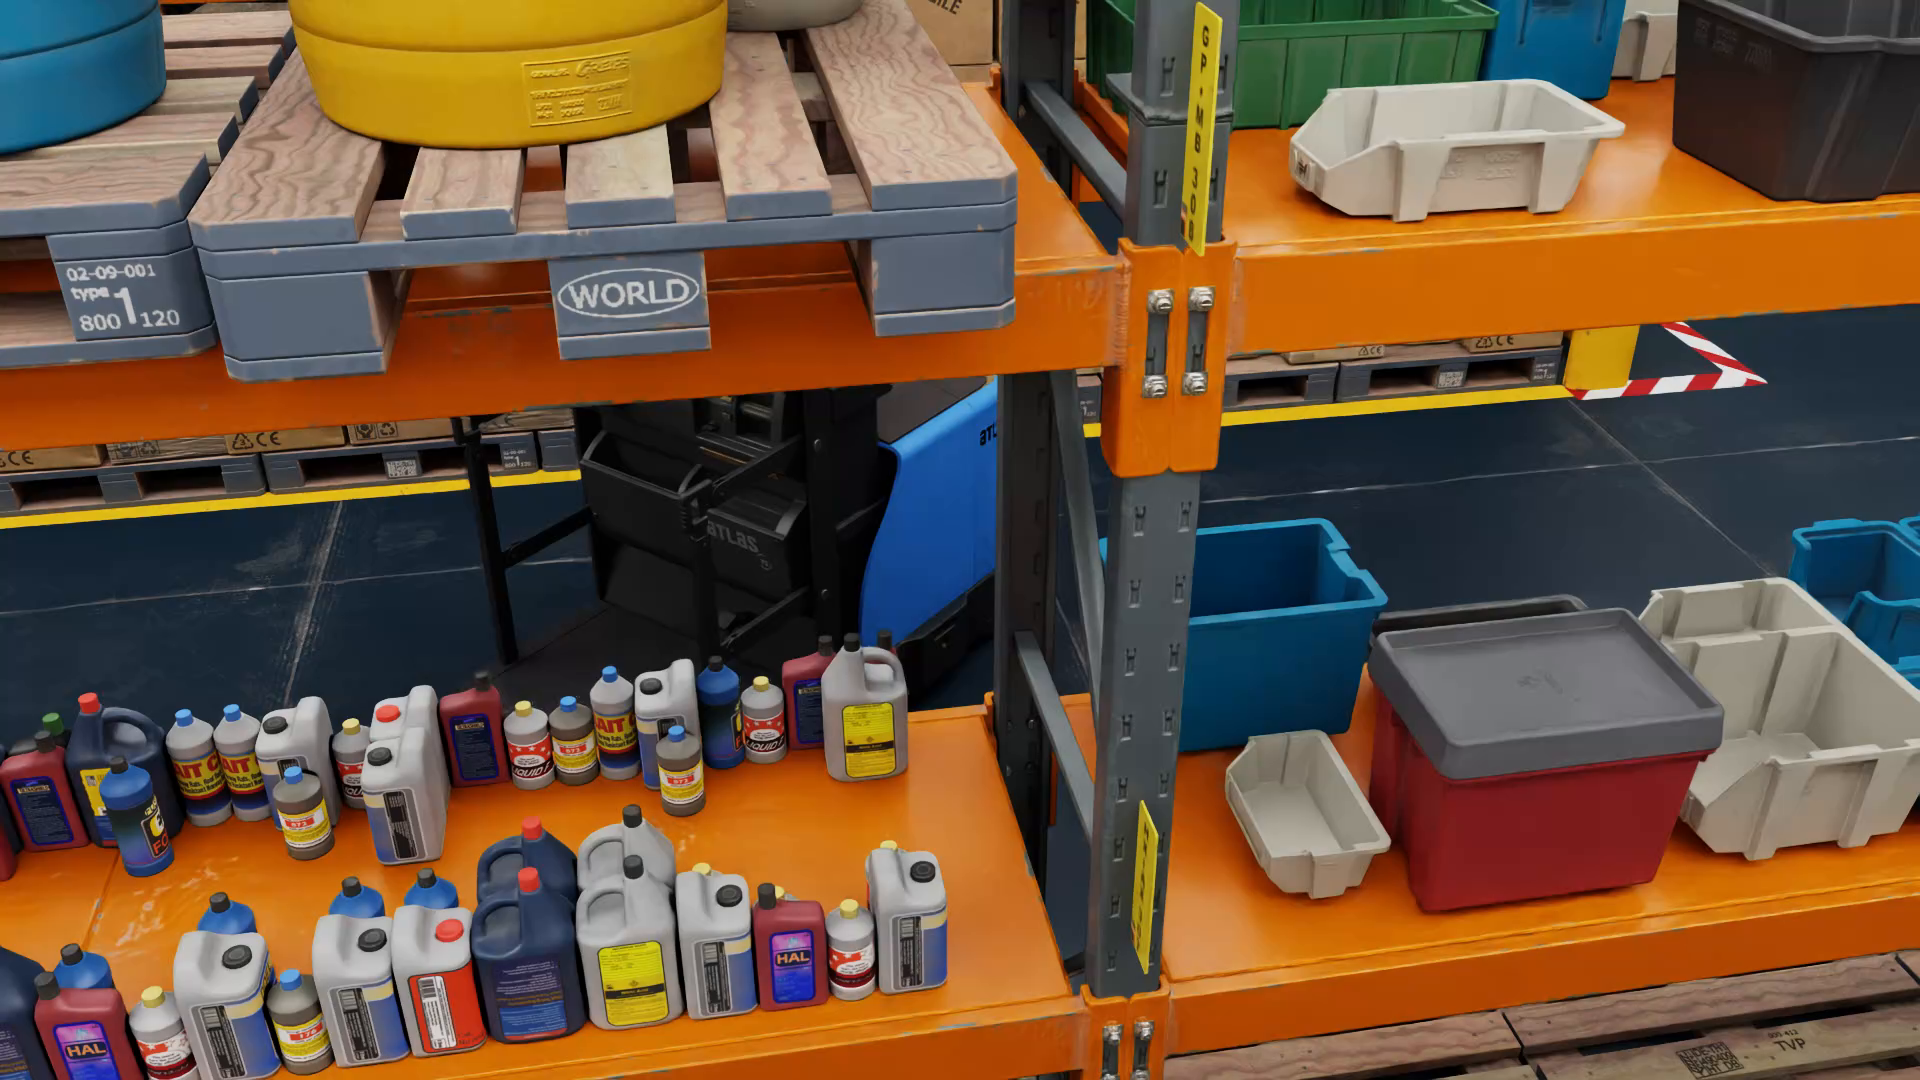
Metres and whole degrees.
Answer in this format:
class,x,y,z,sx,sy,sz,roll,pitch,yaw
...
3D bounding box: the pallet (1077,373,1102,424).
class,x,y,z,sx,sy,sz,roll,pitch,yaw
pallet,0.018,-0.865,8.513,1.213,0.211,1.003,-5,31,-9

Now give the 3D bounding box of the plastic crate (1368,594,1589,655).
class,x,y,z,sx,sy,sz,roll,pitch,yaw
plastic crate,1.283,0.322,3.955,0.590,0.125,0.437,-5,31,-9

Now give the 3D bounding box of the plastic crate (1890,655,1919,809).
class,x,y,z,sx,sy,sz,roll,pitch,yaw
plastic crate,2.191,0.462,3.611,0.300,0.233,0.416,-5,31,-9

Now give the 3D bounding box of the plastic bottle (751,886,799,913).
class,x,y,z,sx,sy,sz,roll,pitch,yaw
plastic bottle,-0.350,0.754,3.204,0.097,0.201,0.097,0,30,0

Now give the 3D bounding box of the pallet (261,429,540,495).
class,x,y,z,sx,sy,sz,roll,pitch,yaw
pallet,-2.654,-0.596,8.056,1.213,0.211,1.003,-5,31,-9

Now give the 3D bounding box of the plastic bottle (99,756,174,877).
class,x,y,z,sx,sy,sz,roll,pitch,yaw
plastic bottle,-1.717,0.565,3.456,0.097,0.271,0.097,0,30,0

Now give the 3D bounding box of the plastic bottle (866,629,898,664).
class,x,y,z,sx,sy,sz,roll,pitch,yaw
plastic bottle,-0.207,0.336,3.834,0.133,0.283,0.061,-5,31,-9

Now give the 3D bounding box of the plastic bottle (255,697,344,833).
class,x,y,z,sx,sy,sz,roll,pitch,yaw
plastic bottle,-1.433,0.477,3.602,0.135,0.276,0.152,-5,31,-9

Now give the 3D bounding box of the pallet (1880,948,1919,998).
class,x,y,z,sx,sy,sz,roll,pitch,yaw
pallet,3.347,1.358,4.732,1.213,0.211,1.003,-5,31,-9

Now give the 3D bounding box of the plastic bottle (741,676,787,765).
class,x,y,z,sx,sy,sz,roll,pitch,yaw
plastic bottle,-0.449,0.404,3.800,0.097,0.201,0.097,0,30,0

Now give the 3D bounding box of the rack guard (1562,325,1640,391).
class,x,y,z,sx,sy,sz,roll,pitch,yaw
rack guard,3.202,-1.285,8.943,0.348,0.500,1.175,-5,31,-9

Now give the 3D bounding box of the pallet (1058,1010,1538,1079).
class,x,y,z,sx,sy,sz,roll,pitch,yaw
pallet,0.947,1.581,4.353,1.213,0.211,1.003,-5,31,-9

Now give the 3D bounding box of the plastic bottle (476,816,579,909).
class,x,y,z,sx,sy,sz,roll,pitch,yaw
plastic bottle,-0.823,0.679,3.185,0.185,0.351,0.144,-5,31,-9

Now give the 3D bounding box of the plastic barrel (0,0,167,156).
class,x,y,z,sx,sy,sz,roll,pitch,yaw
plastic barrel,-1.421,-0.993,2.111,0.708,0.901,0.600,-5,31,-9

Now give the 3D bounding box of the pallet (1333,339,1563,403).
class,x,y,z,sx,sy,sz,roll,pitch,yaw
pallet,2.418,-1.087,8.891,1.213,0.211,1.003,-5,31,-9

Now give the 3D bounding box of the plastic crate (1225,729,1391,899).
class,x,y,z,sx,sy,sz,roll,pitch,yaw
plastic crate,0.714,0.582,3.502,0.243,0.136,0.396,-5,31,-9

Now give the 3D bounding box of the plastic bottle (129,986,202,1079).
class,x,y,z,sx,sy,sz,roll,pitch,yaw
plastic bottle,-1.424,0.885,2.981,0.097,0.201,0.097,0,30,0

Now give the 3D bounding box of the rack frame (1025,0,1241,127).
class,x,y,z,sx,sy,sz,roll,pitch,yaw
rack frame,0.230,-2.121,1.979,0.127,3.000,1.000,-5,31,-9

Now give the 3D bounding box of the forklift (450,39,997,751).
class,x,y,z,sx,sy,sz,roll,pitch,yaw
forklift,-1.022,-0.497,5.204,1.130,2.935,3.031,20,36,30

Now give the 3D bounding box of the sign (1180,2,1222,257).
class,x,y,z,sx,sy,sz,roll,pitch,yaw
sign,0.328,-0.557,2.270,0.005,0.325,0.100,-5,31,-9

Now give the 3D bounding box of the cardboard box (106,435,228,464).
class,x,y,z,sx,sy,sz,roll,pitch,yaw
cardboard box,-3.580,-0.701,7.515,0.500,0.500,0.500,-6,31,-11

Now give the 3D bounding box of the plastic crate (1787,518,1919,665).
class,x,y,z,sx,sy,sz,roll,pitch,yaw
plastic crate,2.272,0.152,4.137,0.300,0.233,0.416,-5,31,-9

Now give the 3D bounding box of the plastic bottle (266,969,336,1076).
class,x,y,z,sx,sy,sz,roll,pitch,yaw
plastic bottle,-1.196,0.864,3.017,0.097,0.201,0.097,0,30,0

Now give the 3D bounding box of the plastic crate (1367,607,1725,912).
class,x,y,z,sx,sy,sz,roll,pitch,yaw
plastic crate,1.154,0.455,3.394,0.583,0.464,0.402,-5,31,-9

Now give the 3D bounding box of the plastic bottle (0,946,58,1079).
class,x,y,z,sx,sy,sz,roll,pitch,yaw
plastic bottle,-1.698,0.834,2.921,0.185,0.351,0.144,-5,31,-9

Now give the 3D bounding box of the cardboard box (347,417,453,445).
class,x,y,z,sx,sy,sz,roll,pitch,yaw
cardboard box,-2.573,-0.795,7.674,0.500,0.500,0.500,-6,31,-11

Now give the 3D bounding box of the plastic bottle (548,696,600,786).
class,x,y,z,sx,sy,sz,roll,pitch,yaw
plastic bottle,-0.868,0.443,3.734,0.097,0.201,0.097,0,30,0

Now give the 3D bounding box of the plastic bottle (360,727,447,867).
class,x,y,z,sx,sy,sz,roll,pitch,yaw
plastic bottle,-1.177,0.531,3.509,0.135,0.276,0.152,-5,31,-9

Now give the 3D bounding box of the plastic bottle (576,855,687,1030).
class,x,y,z,sx,sy,sz,roll,pitch,yaw
plastic bottle,-0.615,0.734,3.092,0.185,0.351,0.144,-5,31,-9

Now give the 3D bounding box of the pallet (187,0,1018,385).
class,x,y,z,sx,sy,sz,roll,pitch,yaw
pallet,-0.523,-0.626,2.582,1.003,0.211,1.213,-5,31,-9

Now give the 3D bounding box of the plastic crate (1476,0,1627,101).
class,x,y,z,sx,sy,sz,roll,pitch,yaw
plastic crate,1.068,-0.998,3.193,0.300,0.233,0.416,-5,31,-9

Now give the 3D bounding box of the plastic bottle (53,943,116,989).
class,x,y,z,sx,sy,sz,roll,pitch,yaw
plastic bottle,-1.566,0.837,2.994,0.097,0.271,0.097,0,30,0

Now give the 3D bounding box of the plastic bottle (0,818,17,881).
class,x,y,z,sx,sy,sz,roll,pitch,yaw
plastic bottle,-2.051,0.582,3.416,0.133,0.283,0.061,-5,31,-9

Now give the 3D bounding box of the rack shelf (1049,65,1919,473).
class,x,y,z,sx,sy,sz,roll,pitch,yaw
rack shelf,2.198,-0.700,3.232,4.000,0.370,1.077,-5,31,-9

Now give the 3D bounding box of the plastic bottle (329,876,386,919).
class,x,y,z,sx,sy,sz,roll,pitch,yaw
plastic bottle,-1.128,0.749,3.144,0.097,0.271,0.097,0,30,0

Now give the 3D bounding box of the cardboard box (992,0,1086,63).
class,x,y,z,sx,sy,sz,roll,pitch,yaw
cardboard box,0.363,-2.429,7.336,0.500,0.500,0.500,-6,31,-10

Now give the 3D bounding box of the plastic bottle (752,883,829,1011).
class,x,y,z,sx,sy,sz,roll,pitch,yaw
plastic bottle,-0.318,0.757,3.119,0.133,0.283,0.061,-5,31,-9

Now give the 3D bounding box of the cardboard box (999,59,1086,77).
class,x,y,z,sx,sy,sz,roll,pitch,yaw
cardboard box,0.395,-2.007,7.605,0.500,0.500,0.500,-5,31,-8

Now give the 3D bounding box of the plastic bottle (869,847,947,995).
class,x,y,z,sx,sy,sz,roll,pitch,yaw
plastic bottle,-0.099,0.716,3.195,0.135,0.276,0.152,-5,31,-9

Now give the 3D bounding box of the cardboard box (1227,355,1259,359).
class,x,y,z,sx,sy,sz,roll,pitch,yaw
cardboard box,1.189,-1.292,8.517,0.637,0.503,0.797,-5,31,-9

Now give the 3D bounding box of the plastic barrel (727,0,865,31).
class,x,y,z,sx,sy,sz,roll,pitch,yaw
plastic barrel,-0.333,-1.144,2.729,0.433,0.535,0.433,0,30,0

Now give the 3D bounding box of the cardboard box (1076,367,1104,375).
class,x,y,z,sx,sy,sz,roll,pitch,yaw
cardboard box,0.643,-0.987,8.331,0.250,0.166,0.380,-5,31,-9

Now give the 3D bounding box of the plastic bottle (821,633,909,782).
class,x,y,z,sx,sy,sz,roll,pitch,yaw
plastic bottle,-0.214,0.361,3.726,0.185,0.351,0.144,-5,31,-9

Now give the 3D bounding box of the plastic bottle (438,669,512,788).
class,x,y,z,sx,sy,sz,roll,pitch,yaw
plastic bottle,-1.081,0.417,3.696,0.133,0.283,0.061,-5,31,-9

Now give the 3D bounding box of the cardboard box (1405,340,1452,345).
class,x,y,z,sx,sy,sz,roll,pitch,yaw
cardboard box,2.371,-1.174,8.648,0.250,0.166,0.380,-5,31,-9

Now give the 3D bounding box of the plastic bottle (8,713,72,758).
class,x,y,z,sx,sy,sz,roll,pitch,yaw
plastic bottle,-1.946,0.498,3.559,0.133,0.283,0.061,-5,31,-9

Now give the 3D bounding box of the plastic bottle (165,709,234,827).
class,x,y,z,sx,sy,sz,roll,pitch,yaw
plastic bottle,-1.647,0.485,3.593,0.097,0.271,0.097,0,30,0

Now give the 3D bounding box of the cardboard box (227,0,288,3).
class,x,y,z,sx,sy,sz,roll,pitch,yaw
cardboard box,-4.742,-3.365,11.720,0.750,0.750,0.750,-6,31,-10

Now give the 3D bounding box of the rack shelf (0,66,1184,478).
class,x,y,z,sx,sy,sz,roll,pitch,yaw
rack shelf,-1.737,-0.335,2.611,4.000,0.370,1.077,-5,31,-9

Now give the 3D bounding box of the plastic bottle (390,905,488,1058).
class,x,y,z,sx,sy,sz,roll,pitch,yaw
plastic bottle,-0.955,0.795,3.060,0.135,0.276,0.152,-5,31,-9

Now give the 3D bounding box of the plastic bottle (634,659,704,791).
class,x,y,z,sx,sy,sz,roll,pitch,yaw
plastic bottle,-0.654,0.405,3.725,0.135,0.276,0.152,-5,31,-9

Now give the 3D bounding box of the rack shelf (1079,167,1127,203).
class,x,y,z,sx,sy,sz,roll,pitch,yaw
rack shelf,1.309,-1.877,8.193,4.000,0.370,1.077,-5,31,-9

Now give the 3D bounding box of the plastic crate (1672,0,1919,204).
class,x,y,z,sx,sy,sz,roll,pitch,yaw
plastic crate,1.502,-0.748,2.732,0.590,0.269,0.497,-5,31,-9
